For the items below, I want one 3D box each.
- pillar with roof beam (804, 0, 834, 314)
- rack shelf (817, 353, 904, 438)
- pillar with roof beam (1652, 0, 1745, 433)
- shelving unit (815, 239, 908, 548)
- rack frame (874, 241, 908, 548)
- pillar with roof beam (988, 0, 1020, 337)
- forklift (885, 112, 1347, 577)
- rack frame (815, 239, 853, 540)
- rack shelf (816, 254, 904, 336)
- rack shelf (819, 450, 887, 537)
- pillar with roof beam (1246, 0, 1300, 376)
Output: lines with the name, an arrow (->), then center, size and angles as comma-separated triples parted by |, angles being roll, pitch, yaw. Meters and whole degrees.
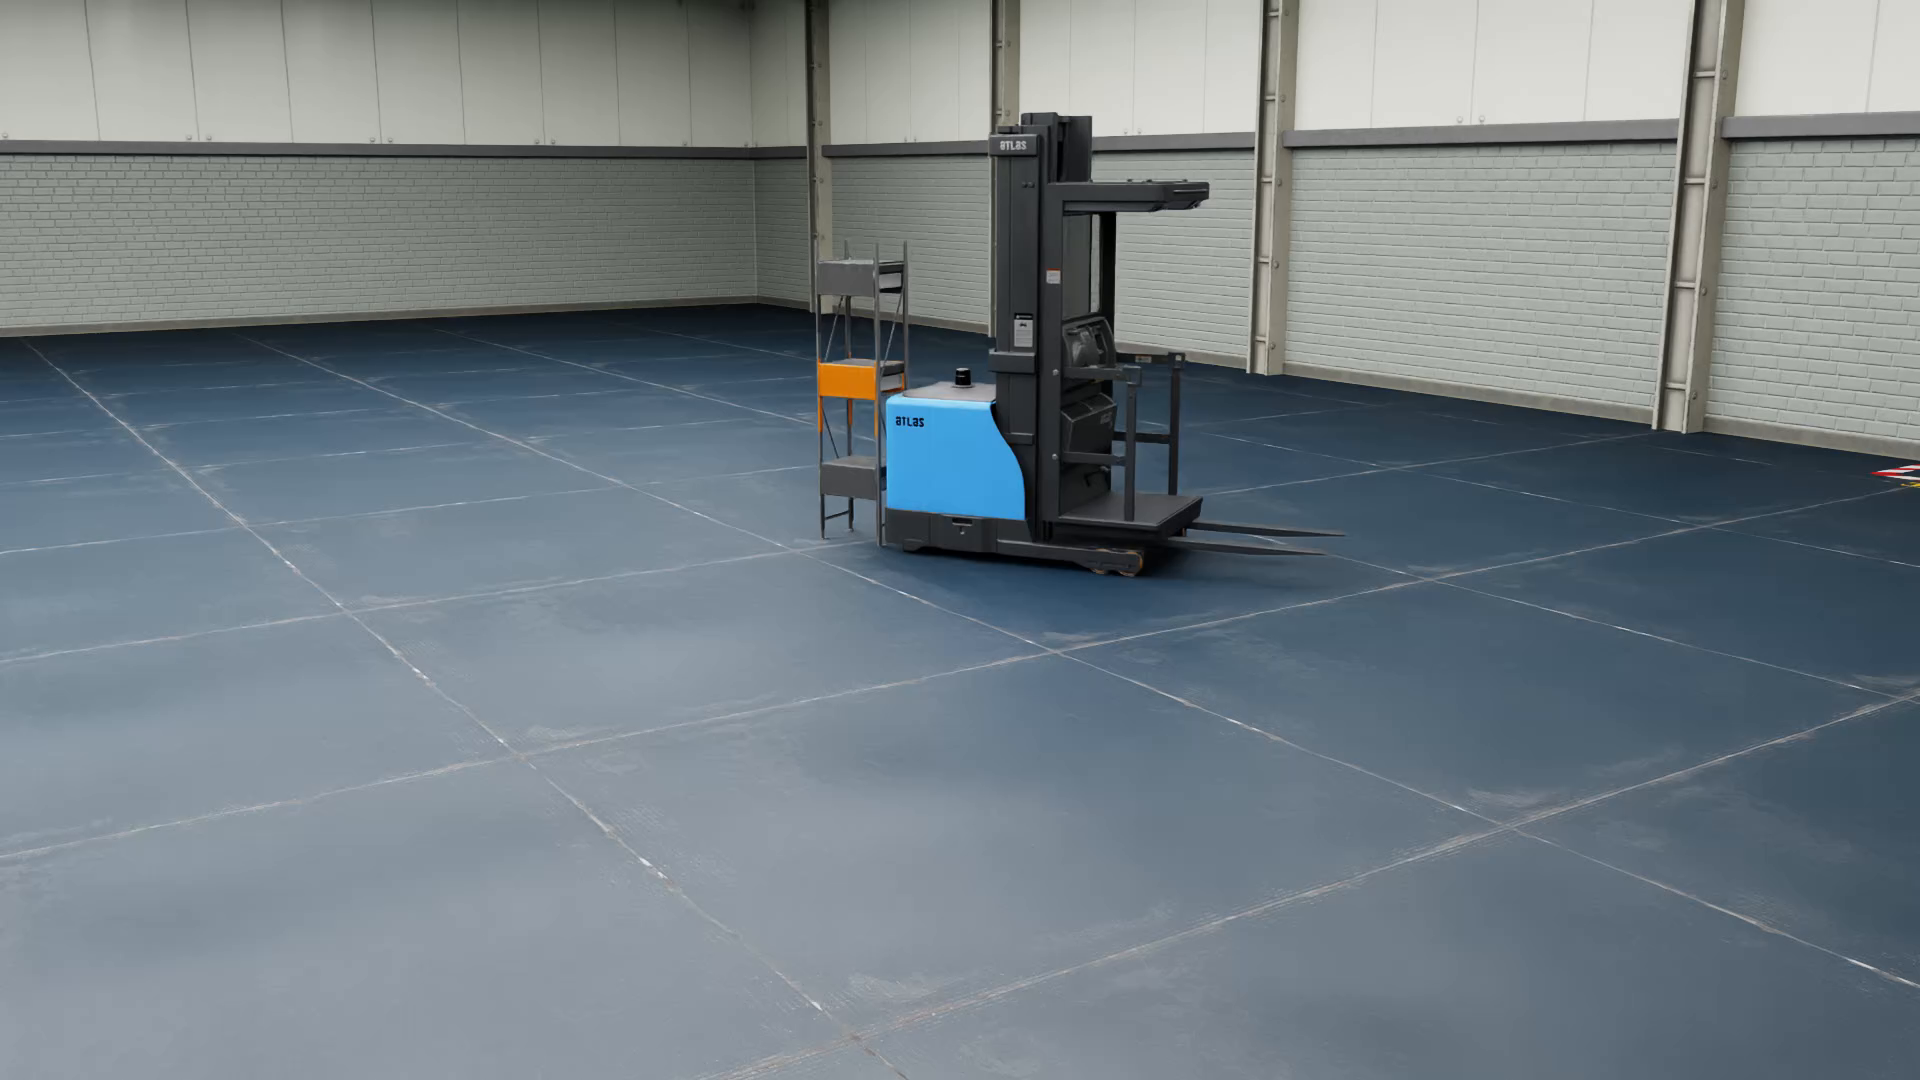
pillar with roof beam -> -6.214, -8.215, 28.363 | 9.100, 9.000, 0.400 | -8, 15, -33
rack shelf -> -0.680, -1.021, 11.679 | 0.480, 0.518, 0.431 | 7, 14, 29
pillar with roof beam -> 3.759, -5.014, 13.724 | 9.100, 9.000, 0.400 | -8, 15, -33
shelving unit -> -0.680, -1.034, 11.676 | 0.503, 2.100, 0.431 | 7, 14, 29
rack frame -> -0.469, -1.008, 11.557 | 0.015, 2.100, 0.400 | 7, 14, 29
pillar with roof beam -> -2.889, -7.148, 23.484 | 9.100, 9.000, 0.400 | -8, 15, -33
forklift -> 1.045, -1.322, 11.046 | 3.031, 2.935, 1.130 | 5, 13, 23
rack frame -> -0.892, -1.060, 11.795 | 0.015, 2.100, 0.400 | 7, 14, 29
rack shelf -> -0.680, -1.705, 11.530 | 0.480, 0.518, 0.431 | 7, 14, 29
rack shelf -> -0.680, -0.337, 11.829 | 0.480, 0.518, 0.431 | 7, 14, 29
pillar with roof beam -> 0.435, -6.081, 18.604 | 9.100, 9.000, 0.400 | -8, 15, -33
